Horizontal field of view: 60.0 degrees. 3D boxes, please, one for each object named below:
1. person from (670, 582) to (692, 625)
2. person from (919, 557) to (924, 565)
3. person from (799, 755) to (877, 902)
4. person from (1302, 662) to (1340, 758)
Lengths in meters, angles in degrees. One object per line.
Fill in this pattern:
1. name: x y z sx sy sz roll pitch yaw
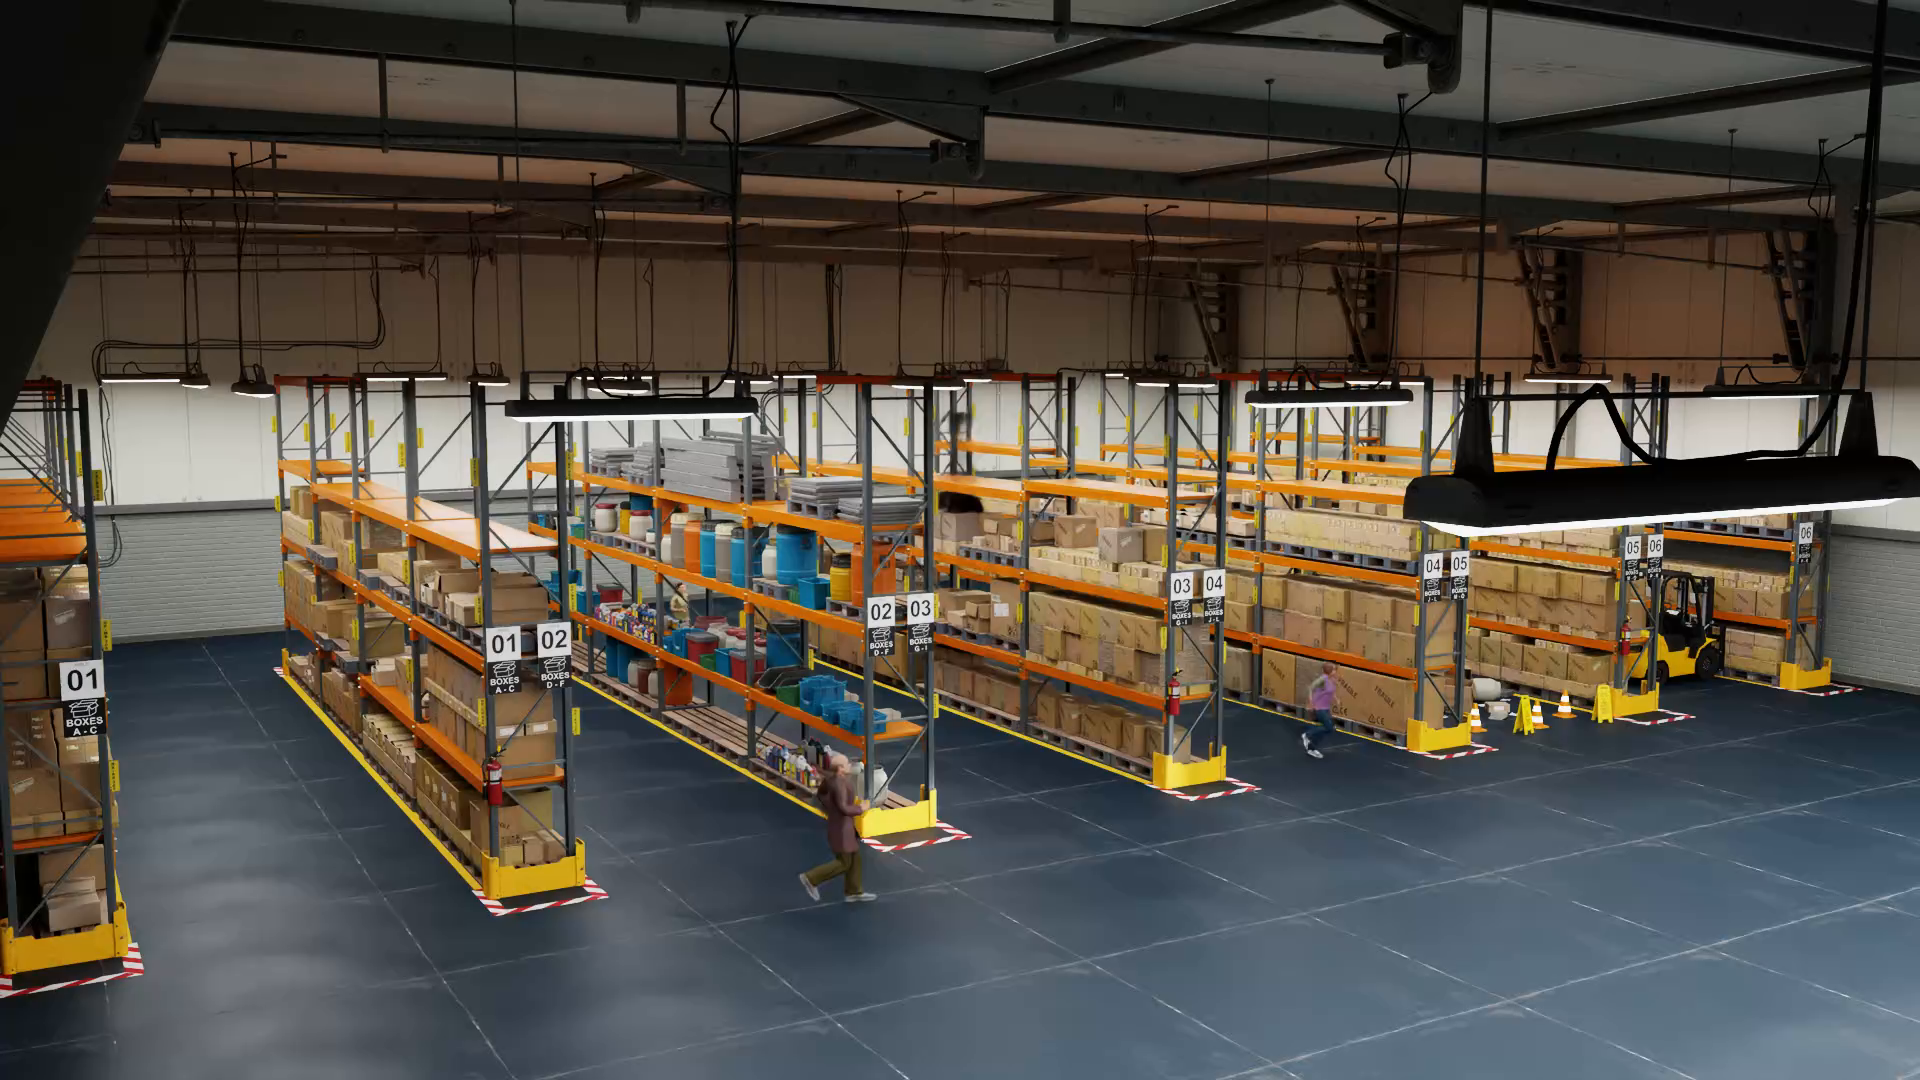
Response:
1. person: -5.837 1.711 34.702 0.521 1.709 0.790 -4 8 -35
2. person: -0.920 0.852 42.017 1.007 1.726 0.759 -1 6 -7
3. person: -1.422 3.347 19.244 0.909 1.752 0.711 -1 6 -13
4. person: 5.757 2.686 26.415 0.580 1.542 0.524 4 8 35
